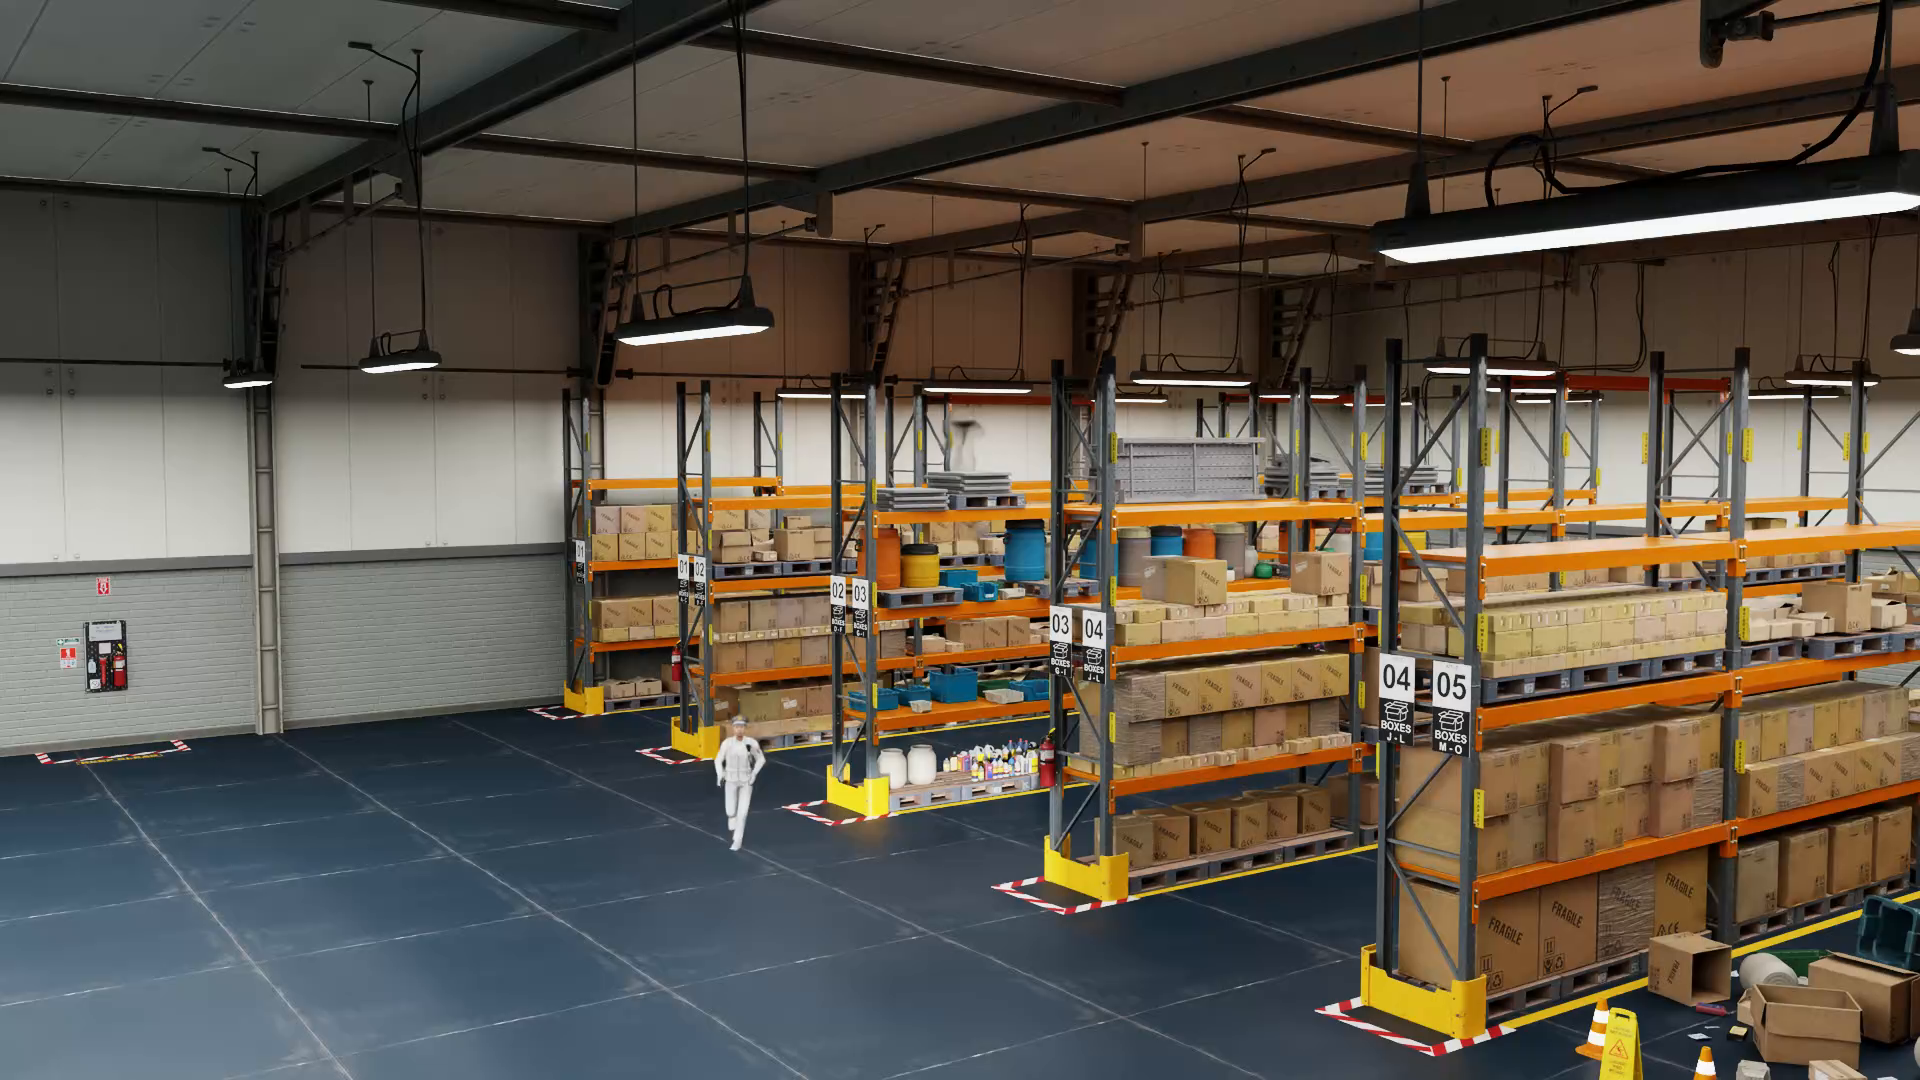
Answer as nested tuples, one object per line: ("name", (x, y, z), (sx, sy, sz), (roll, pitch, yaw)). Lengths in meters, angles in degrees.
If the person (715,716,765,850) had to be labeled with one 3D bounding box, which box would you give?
("person", (-2.757, 3.012, 20.851), (0.630, 1.661, 0.615), (0, 4, -4))
